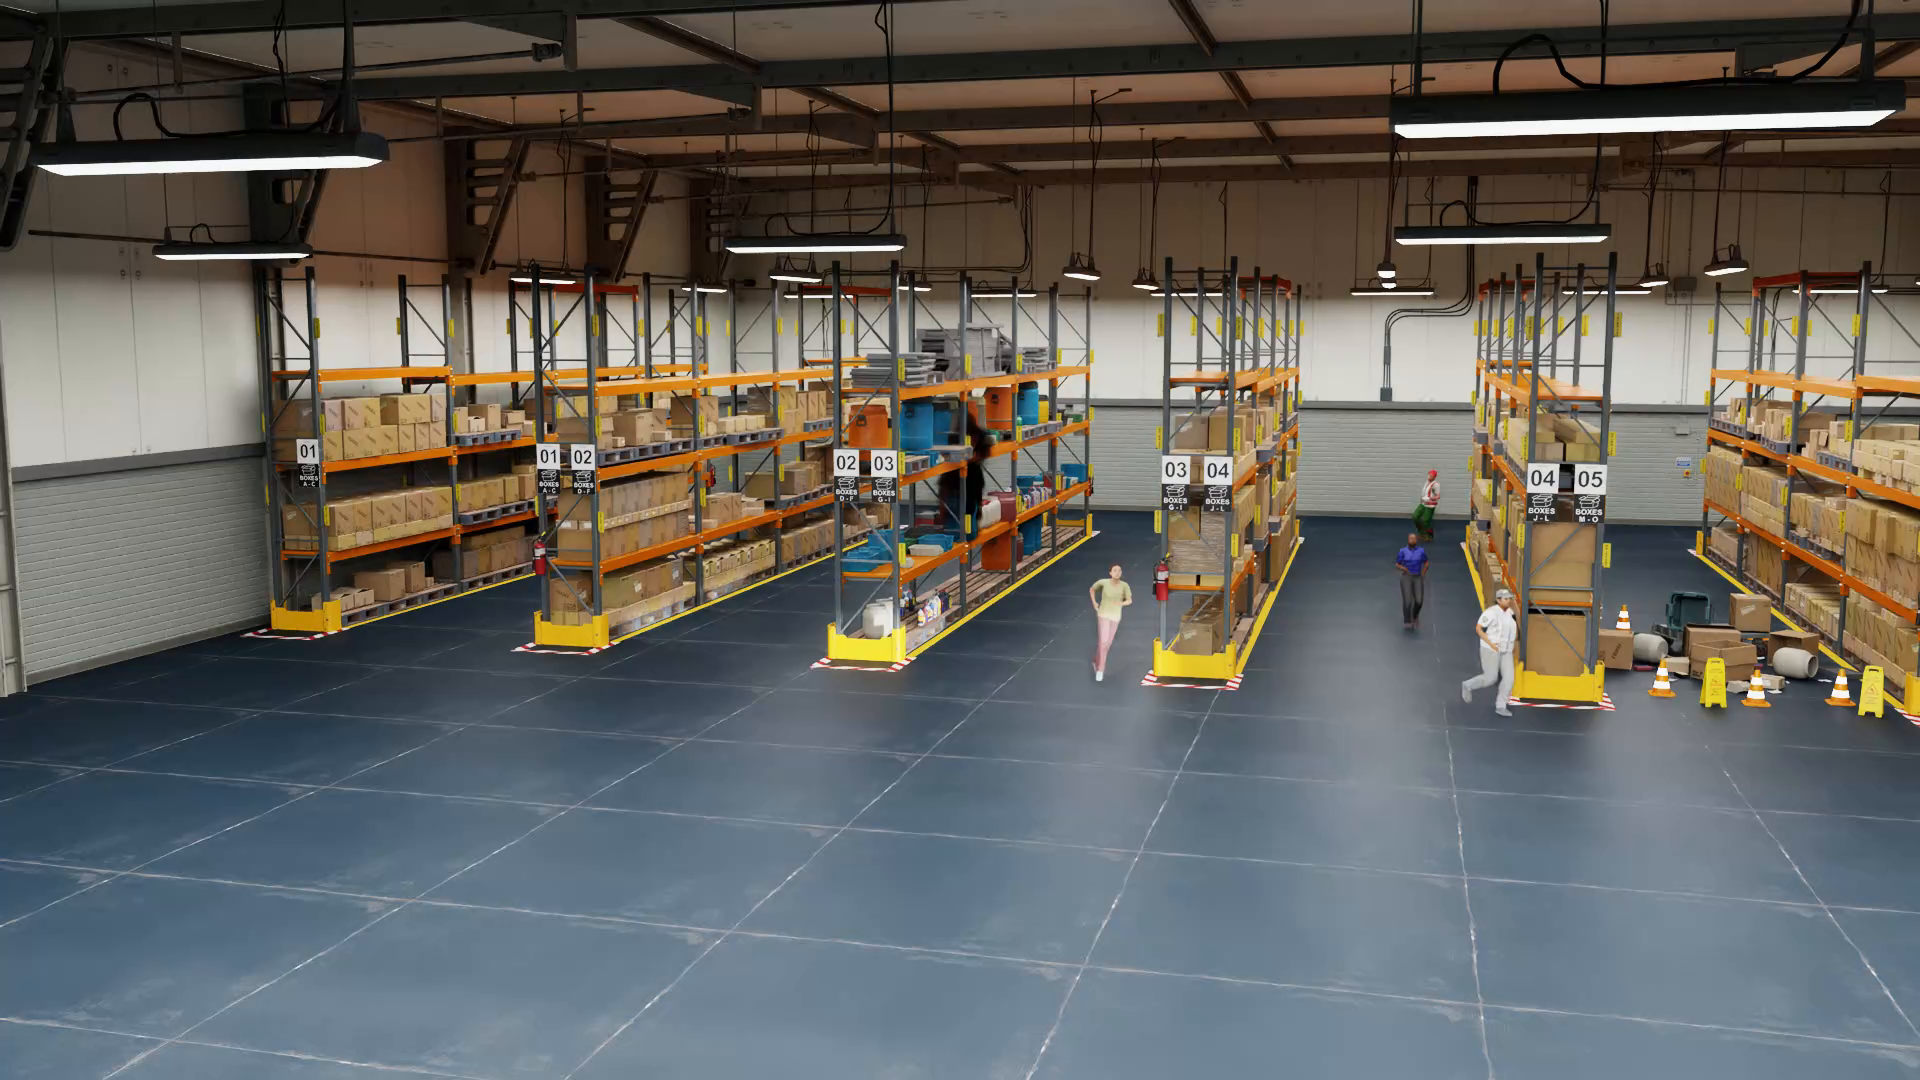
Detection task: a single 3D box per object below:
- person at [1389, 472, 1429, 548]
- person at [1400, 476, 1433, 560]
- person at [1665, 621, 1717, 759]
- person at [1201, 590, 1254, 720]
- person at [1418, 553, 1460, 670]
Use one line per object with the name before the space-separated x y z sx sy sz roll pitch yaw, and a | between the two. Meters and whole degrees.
person | 10.296 -0.707 38.249 0.920 1.724 0.723 4 9 32
person | 10.004 -0.506 36.464 0.675 1.828 0.922 3 8 20
person | 8.502 1.751 19.275 0.592 1.627 0.557 -4 8 -30
person | 3.539 1.469 21.639 0.587 1.649 0.820 -5 9 -35
person | 7.130 1.049 24.760 0.547 1.718 0.761 0 7 3
